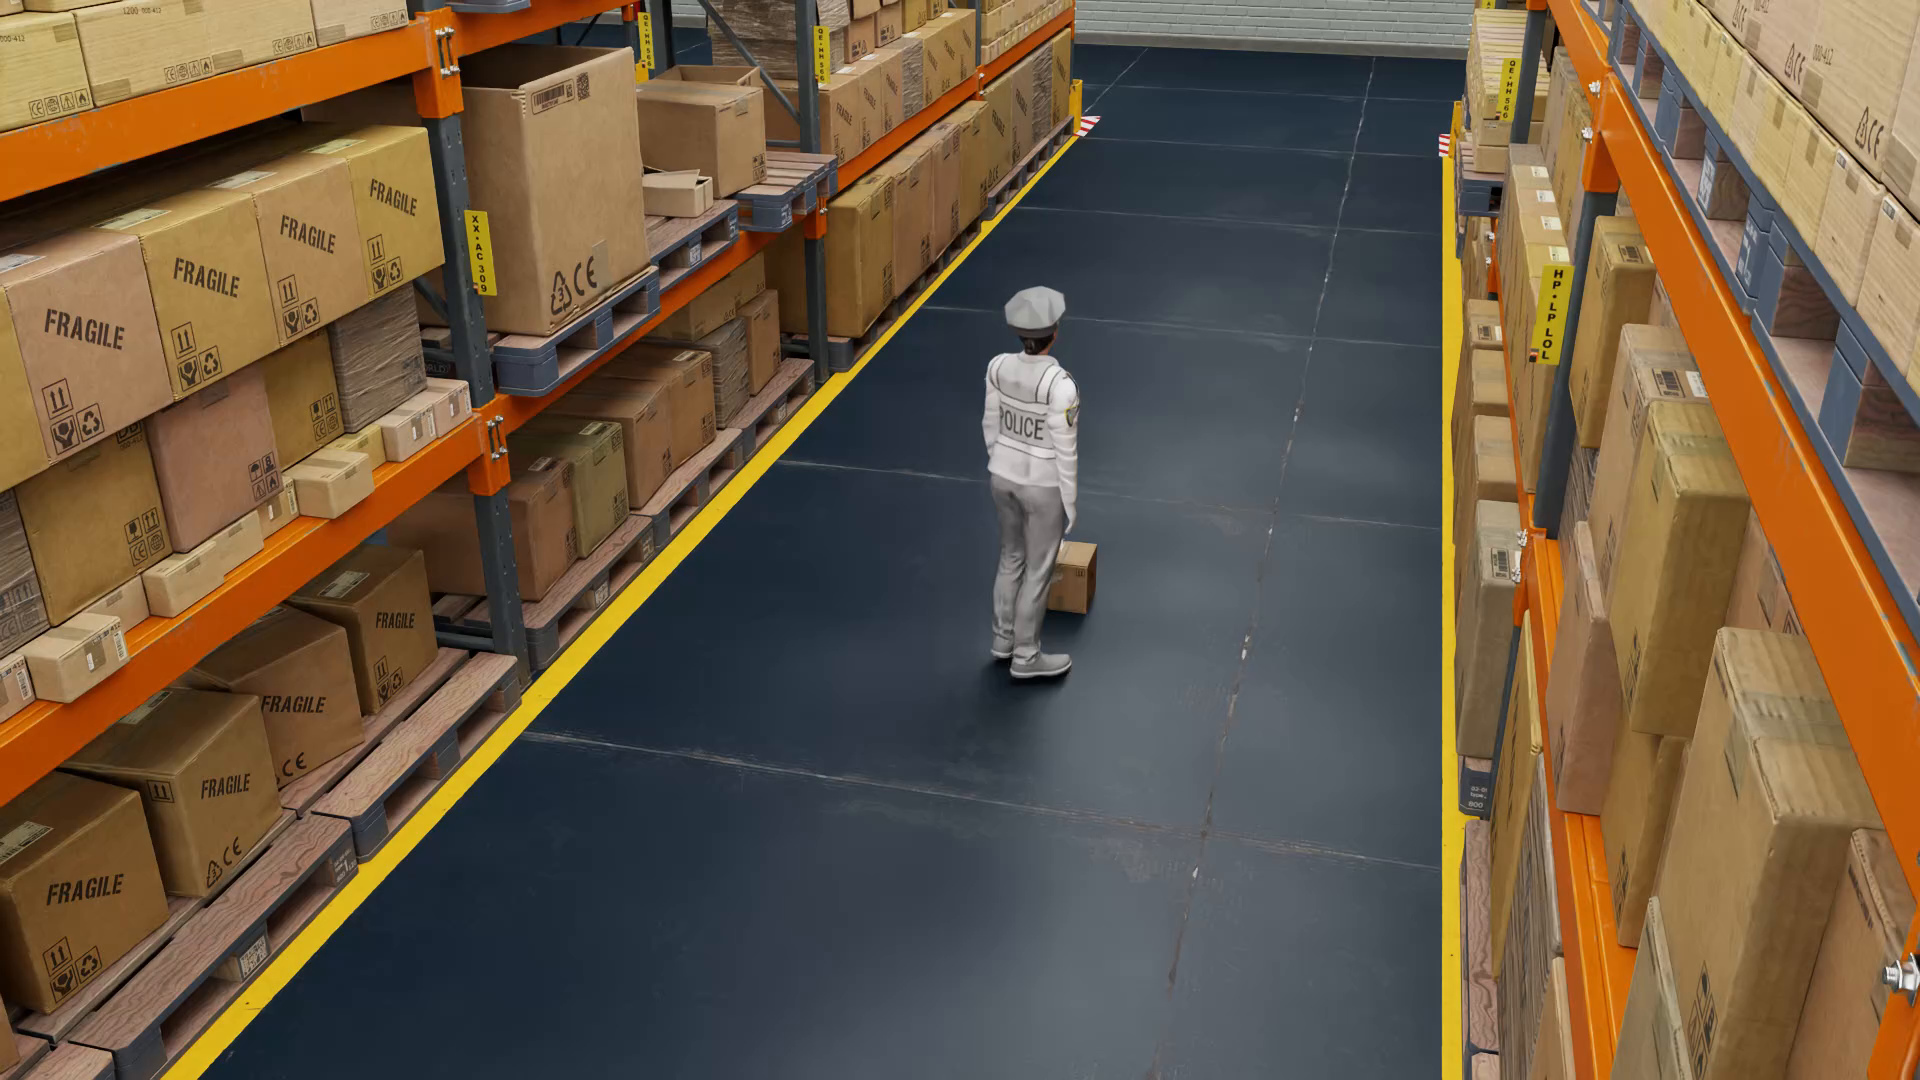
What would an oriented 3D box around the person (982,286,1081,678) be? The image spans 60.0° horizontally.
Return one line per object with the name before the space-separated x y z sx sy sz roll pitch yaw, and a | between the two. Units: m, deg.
person | 0.296 -0.229 7.026 0.487 1.702 0.369 22 33 38
